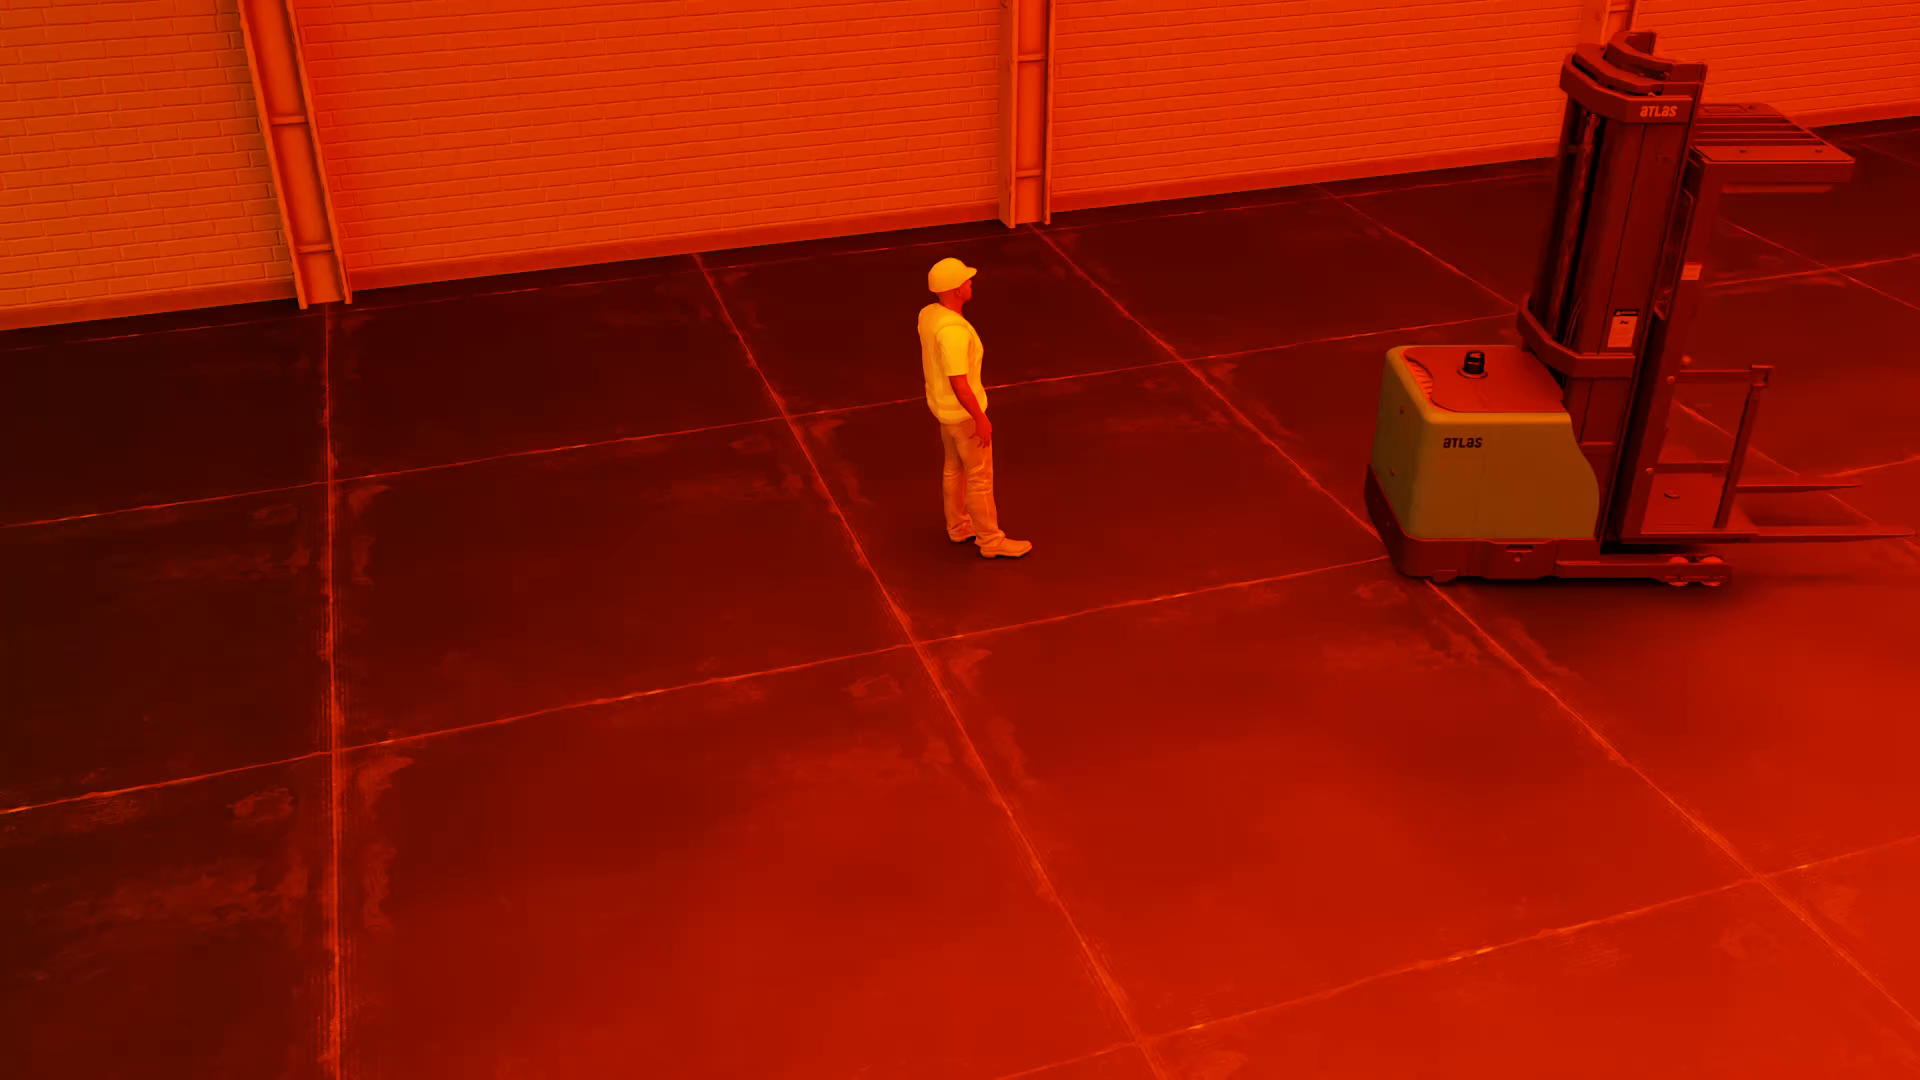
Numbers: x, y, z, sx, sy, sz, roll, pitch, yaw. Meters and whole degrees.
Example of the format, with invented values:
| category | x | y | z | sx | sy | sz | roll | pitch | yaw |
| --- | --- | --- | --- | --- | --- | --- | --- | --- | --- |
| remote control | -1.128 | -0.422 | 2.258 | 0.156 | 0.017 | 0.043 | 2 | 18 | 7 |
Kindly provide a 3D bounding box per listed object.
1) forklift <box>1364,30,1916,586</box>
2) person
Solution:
| category | x | y | z | sx | sy | sz | roll | pitch | yaw |
| --- | --- | --- | --- | --- | --- | --- | --- | --- | --- |
| forklift | 4.032 | -1.270 | 9.294 | 3.031 | 2.935 | 1.130 | 0 | 30 | -1 |
| person | 0.068 | -0.780 | 9.596 | 0.577 | 1.765 | 0.665 | -10 | 31 | -16 |
